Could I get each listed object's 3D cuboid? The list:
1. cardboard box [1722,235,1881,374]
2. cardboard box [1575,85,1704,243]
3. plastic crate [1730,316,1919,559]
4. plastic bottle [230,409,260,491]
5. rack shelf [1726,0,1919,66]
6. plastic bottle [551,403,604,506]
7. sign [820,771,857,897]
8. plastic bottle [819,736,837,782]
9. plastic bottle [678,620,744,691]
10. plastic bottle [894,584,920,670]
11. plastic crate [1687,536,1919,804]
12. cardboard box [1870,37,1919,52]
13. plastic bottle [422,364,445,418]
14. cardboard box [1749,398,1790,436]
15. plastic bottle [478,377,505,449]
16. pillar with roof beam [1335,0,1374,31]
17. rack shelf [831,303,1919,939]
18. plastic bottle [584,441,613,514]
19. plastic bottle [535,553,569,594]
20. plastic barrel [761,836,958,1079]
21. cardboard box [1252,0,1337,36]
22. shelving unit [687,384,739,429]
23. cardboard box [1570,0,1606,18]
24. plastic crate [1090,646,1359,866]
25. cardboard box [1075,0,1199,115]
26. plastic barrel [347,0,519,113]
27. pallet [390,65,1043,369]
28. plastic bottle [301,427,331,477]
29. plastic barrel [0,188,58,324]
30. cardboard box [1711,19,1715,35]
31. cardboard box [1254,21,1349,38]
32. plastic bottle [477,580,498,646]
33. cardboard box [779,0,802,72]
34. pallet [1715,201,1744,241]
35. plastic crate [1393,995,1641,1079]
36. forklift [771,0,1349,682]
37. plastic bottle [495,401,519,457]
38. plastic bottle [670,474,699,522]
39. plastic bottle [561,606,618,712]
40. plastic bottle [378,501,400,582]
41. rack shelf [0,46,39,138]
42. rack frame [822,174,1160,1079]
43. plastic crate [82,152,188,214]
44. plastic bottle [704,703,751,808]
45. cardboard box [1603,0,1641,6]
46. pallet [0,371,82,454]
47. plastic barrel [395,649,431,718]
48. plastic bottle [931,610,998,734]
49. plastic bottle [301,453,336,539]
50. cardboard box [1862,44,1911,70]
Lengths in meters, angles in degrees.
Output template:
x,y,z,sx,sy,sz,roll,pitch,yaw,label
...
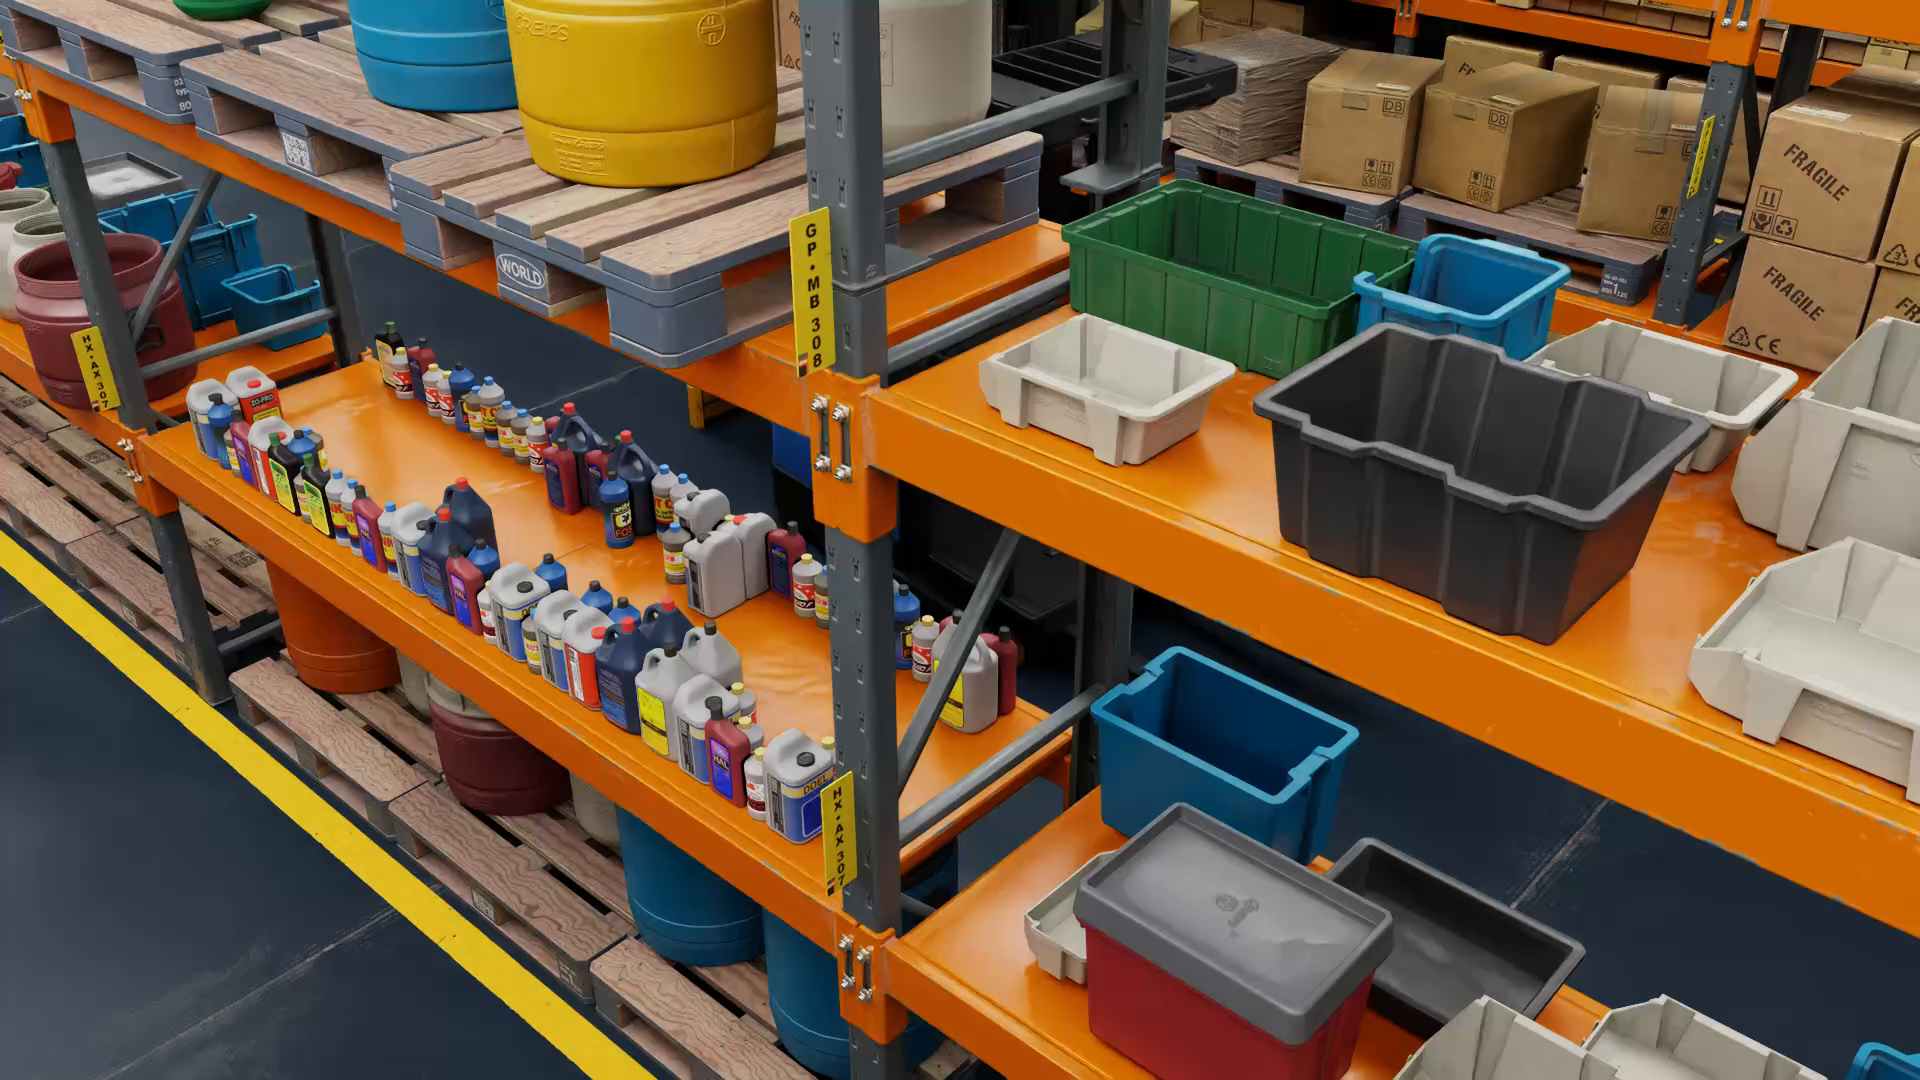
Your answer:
x,y,z,sx,sy,sz,roll,pitch,yaw,label
3.608,-1.051,6.991,0.500,0.500,0.500,26,40,36,cardboard box
3.212,-1.761,7.763,0.500,0.500,0.700,12,33,19,cardboard box
1.616,-0.131,2.766,0.530,0.282,0.437,25,39,35,plastic crate
-2.562,-0.326,5.996,0.133,0.283,0.061,25,39,35,plastic bottle
4.896,-1.574,5.745,4.000,0.370,1.077,25,39,35,rack shelf
-1.356,-0.316,5.914,0.185,0.351,0.144,25,39,35,plastic bottle
-0.284,0.695,3.919,0.005,0.325,0.100,25,39,35,sign
-0.353,0.622,4.501,0.097,0.201,0.097,0,31,0,plastic bottle
-0.718,0.377,4.764,0.185,0.351,0.144,25,39,35,plastic bottle
-0.168,0.256,5.041,0.097,0.271,0.097,0,31,0,plastic bottle
1.354,0.196,2.364,0.530,0.136,0.437,25,39,35,plastic crate
6.223,-3.427,10.629,0.500,0.500,0.500,24,39,34,cardboard box
-2.049,-0.592,6.517,0.097,0.201,0.097,0,31,0,plastic bottle
4.026,-0.318,7.867,0.500,0.500,0.500,25,39,35,cardboard box
-1.760,-0.487,6.275,0.097,0.271,0.097,0,31,0,plastic bottle
0.496,-6.274,9.946,0.400,9.000,9.100,25,39,35,pillar with roof beam
1.569,0.319,2.601,4.000,0.370,1.077,25,39,35,rack shelf
-1.251,-0.225,5.828,0.133,0.283,0.061,25,39,35,plastic bottle
-1.269,0.164,5.194,0.097,0.271,0.097,0,31,0,plastic bottle
-0.306,1.128,5.095,0.708,0.901,0.600,25,39,35,plastic barrel
2.819,-4.458,14.017,0.500,0.250,0.500,26,40,36,cardboard box
-0.936,-1.189,8.772,0.587,1.500,1.083,-26,39,-36,shelving unit
4.646,-3.926,12.088,0.250,0.149,0.380,26,40,36,cardboard box
0.661,0.616,4.276,0.575,0.384,0.392,25,39,35,plastic crate
0.990,-2.721,9.358,0.500,0.500,0.700,12,33,19,cardboard box
-1.282,-1.608,4.211,0.708,0.901,0.600,25,39,35,plastic barrel
-0.560,-0.834,4.002,1.003,0.211,1.213,25,39,35,pallet
-2.362,-0.316,6.059,0.097,0.201,0.097,0,31,0,plastic bottle
-4.098,-1.249,7.307,0.421,0.512,0.421,0,31,0,plastic barrel
5.381,-3.551,11.464,0.250,0.149,0.380,24,38,34,cardboard box
2.896,-4.139,14.213,0.500,0.500,0.700,25,39,35,cardboard box
-1.444,0.219,5.171,0.097,0.201,0.097,0,31,0,plastic bottle
-0.808,-3.291,10.711,0.500,0.500,0.500,23,38,33,cardboard box
6.112,-2.228,11.747,1.213,0.211,1.003,25,39,35,pallet
1.095,1.228,3.359,0.530,0.282,0.437,25,39,35,plastic crate
0.401,-0.981,7.037,1.130,2.935,3.031,-24,39,-34,forklift
-1.688,-0.423,6.238,0.097,0.201,0.097,0,31,0,plastic bottle
-0.927,-0.098,5.630,0.097,0.271,0.097,0,31,0,plastic bottle
-1.068,0.343,4.892,0.135,0.276,0.152,25,39,35,plastic bottle
-1.852,-0.002,5.469,0.097,0.271,0.097,0,31,0,plastic bottle
-4.362,-2.450,7.200,4.000,0.370,1.077,25,39,35,rack shelf
0.086,0.604,4.339,0.127,3.000,1.000,25,39,35,rack frame
-3.872,-1.484,7.745,0.583,0.464,0.402,25,39,35,plastic crate
-0.625,0.578,4.494,0.133,0.283,0.061,25,39,35,plastic bottle
4.706,-4.125,11.789,0.500,0.500,0.500,25,39,35,cardboard box
-5.237,-0.713,9.230,1.213,0.211,1.003,25,39,35,pallet
-2.027,0.429,6.633,0.421,0.512,0.421,0,31,0,plastic barrel
0.013,0.365,4.783,0.185,0.351,0.144,25,39,35,plastic bottle
-2.193,-0.153,5.710,0.133,0.283,0.061,25,39,35,plastic bottle
6.091,-3.173,10.836,0.250,0.149,0.380,26,40,36,cardboard box
